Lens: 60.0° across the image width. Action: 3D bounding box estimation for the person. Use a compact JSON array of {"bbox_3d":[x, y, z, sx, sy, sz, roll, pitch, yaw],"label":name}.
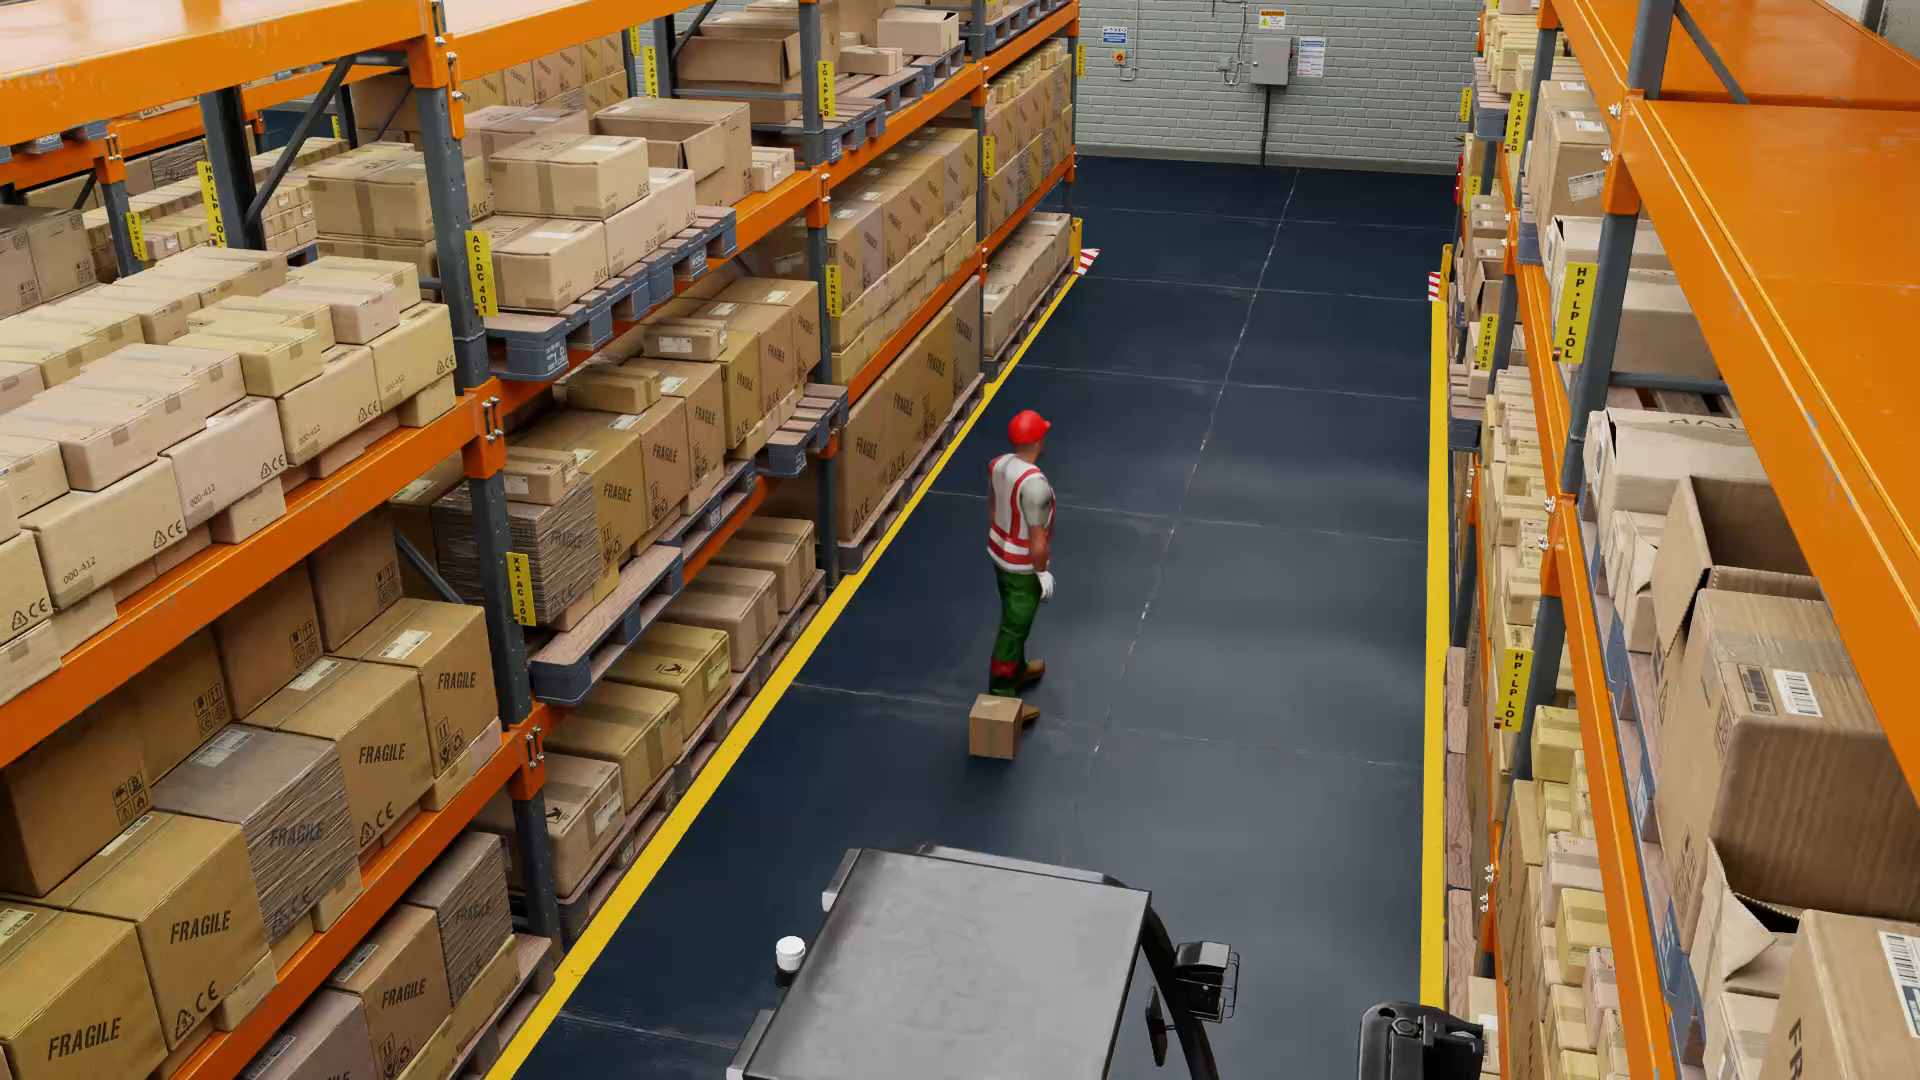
[{"bbox_3d":[0.360,0.115,9.390,0.513,1.789,0.576,-10,27,-20],"label":"person"}]
